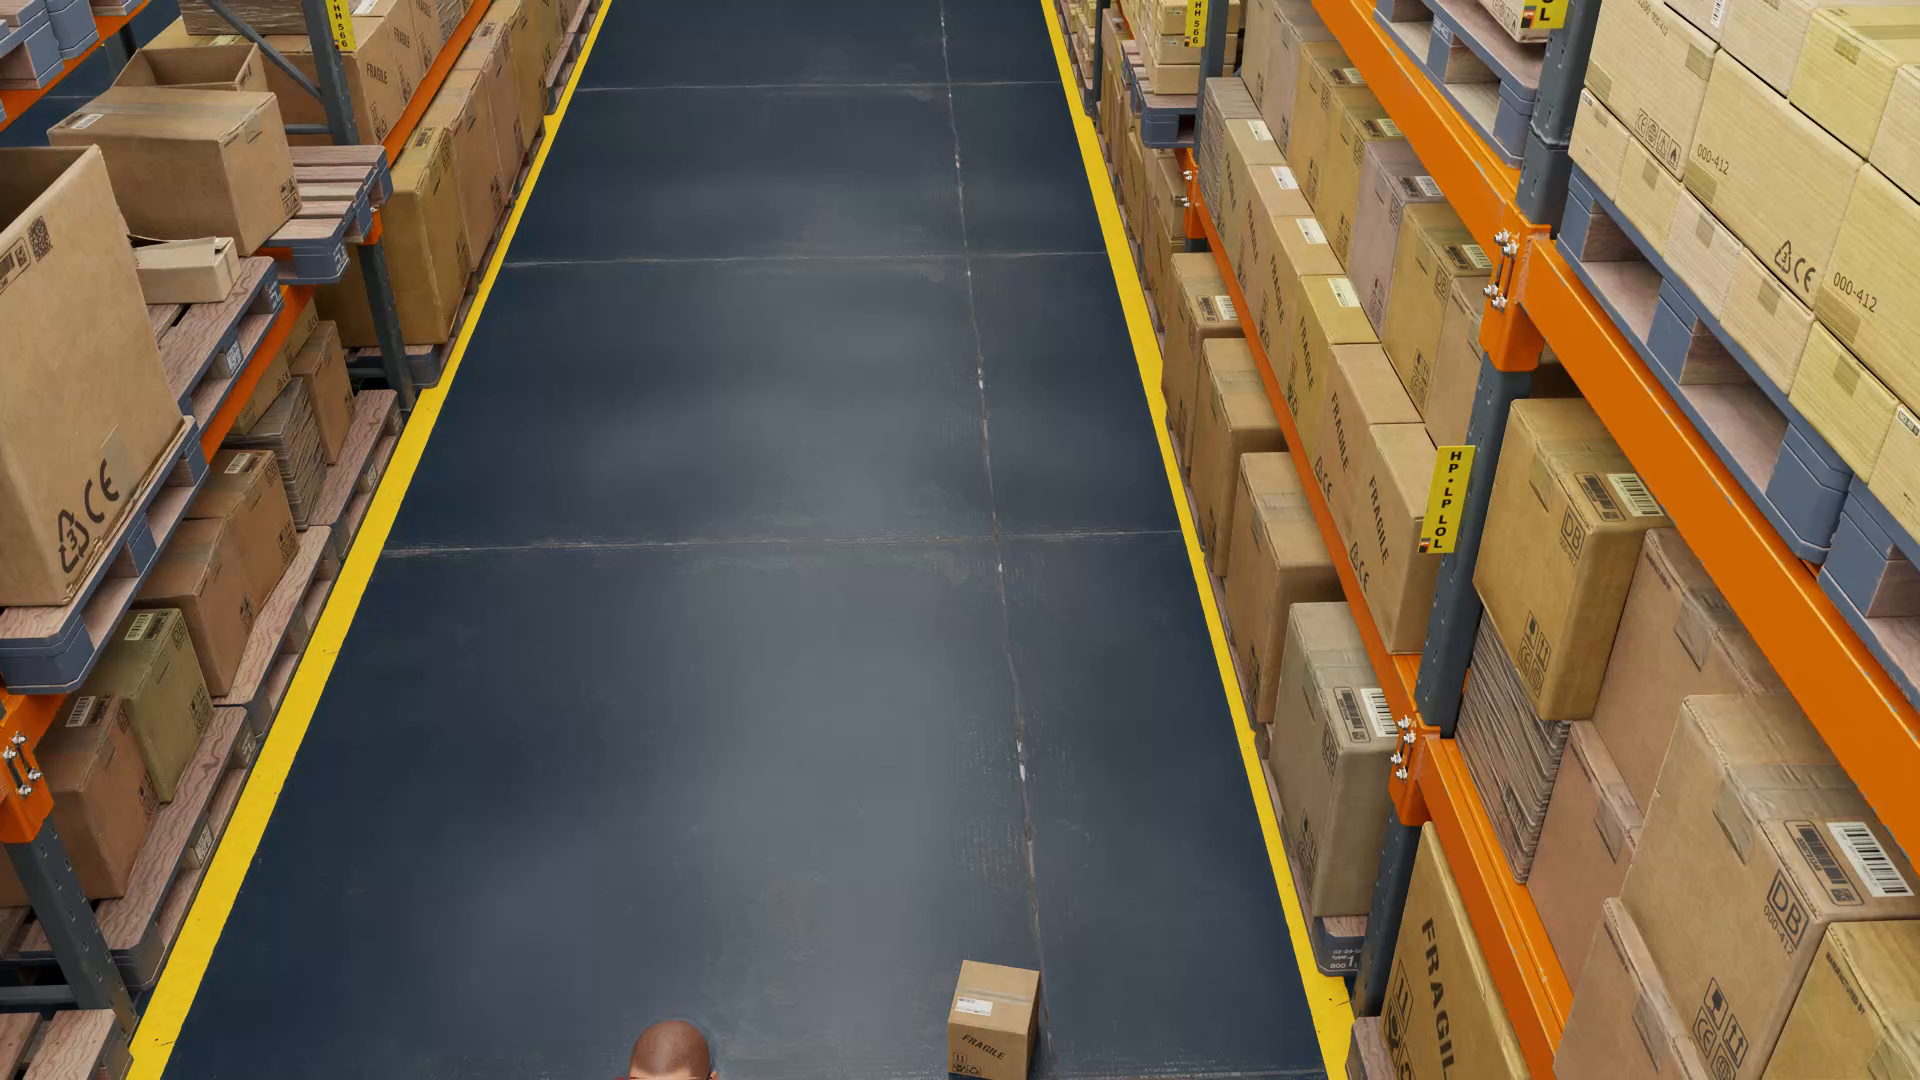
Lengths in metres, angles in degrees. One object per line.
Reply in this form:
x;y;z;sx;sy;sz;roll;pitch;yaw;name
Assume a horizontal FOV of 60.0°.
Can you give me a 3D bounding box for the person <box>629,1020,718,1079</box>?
-0.554;1.684;3.723;0.539;1.709;0.626;9;36;13;person
